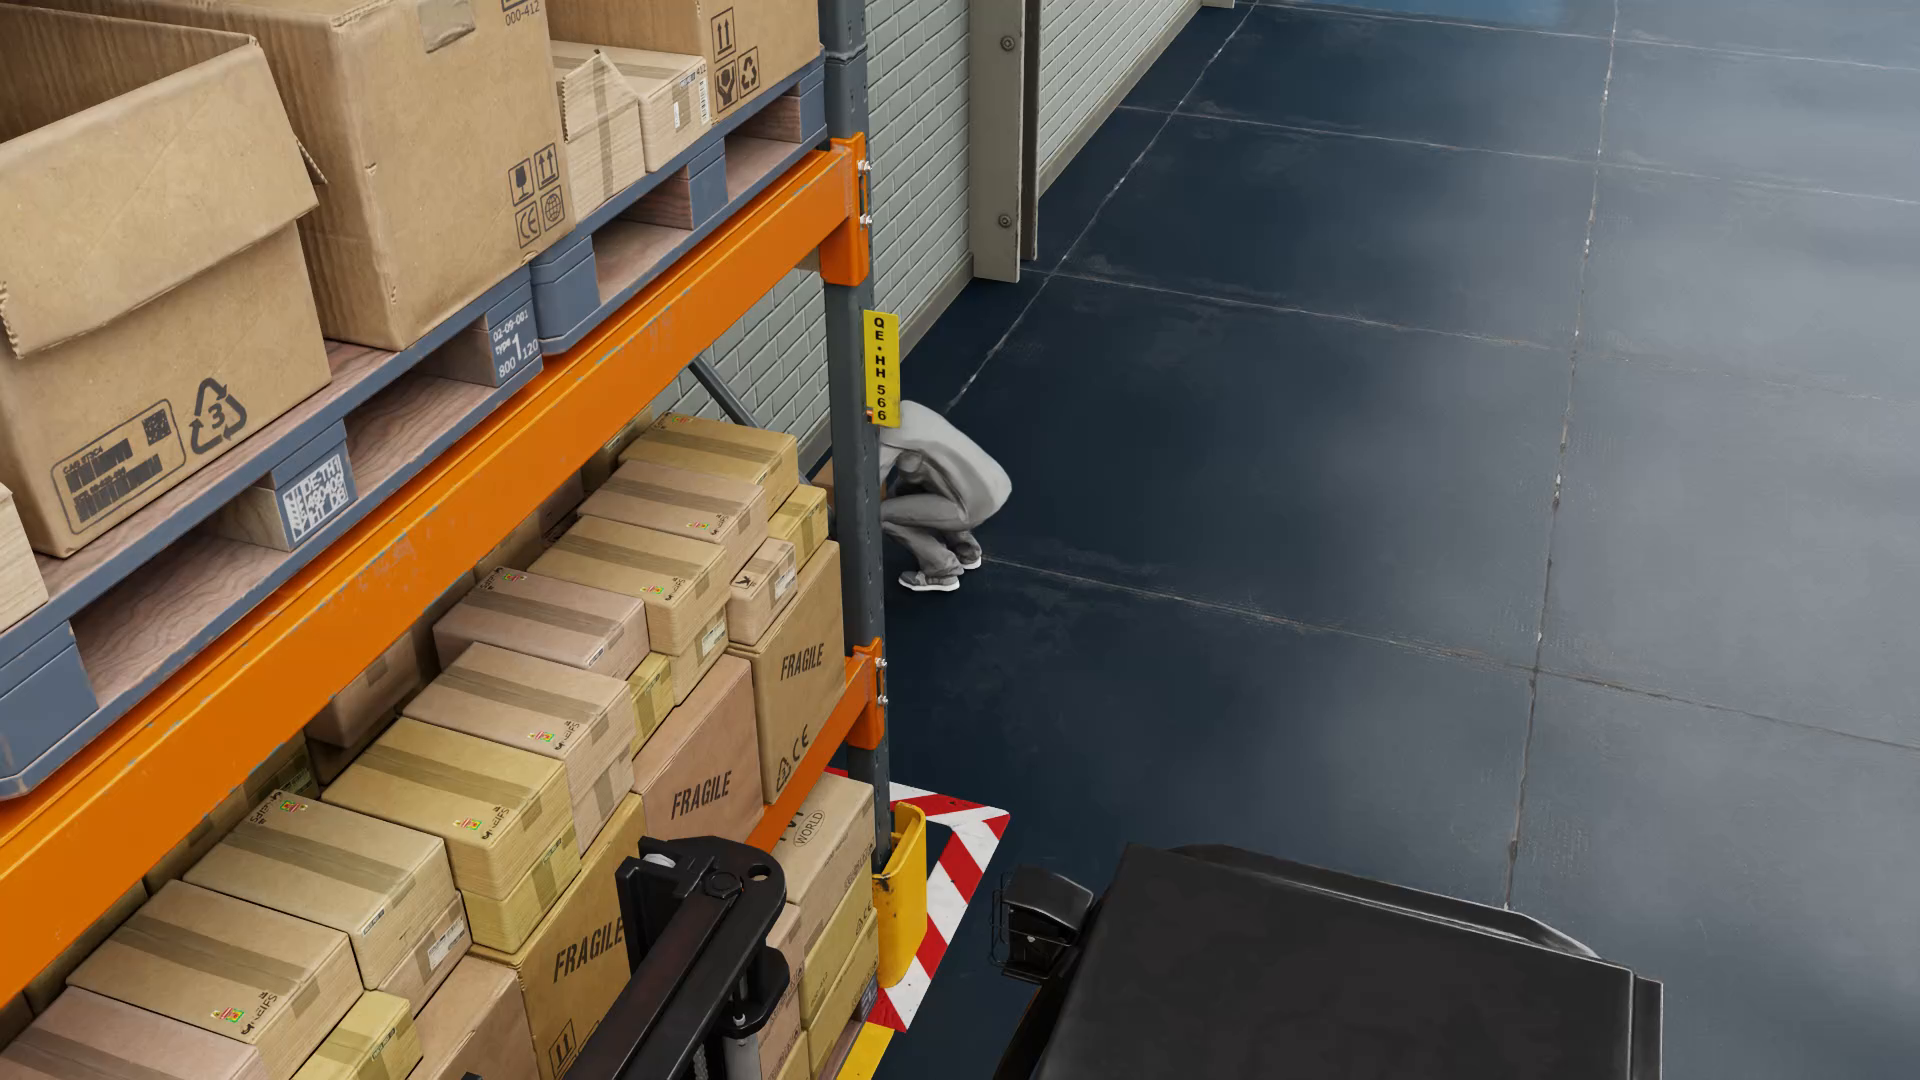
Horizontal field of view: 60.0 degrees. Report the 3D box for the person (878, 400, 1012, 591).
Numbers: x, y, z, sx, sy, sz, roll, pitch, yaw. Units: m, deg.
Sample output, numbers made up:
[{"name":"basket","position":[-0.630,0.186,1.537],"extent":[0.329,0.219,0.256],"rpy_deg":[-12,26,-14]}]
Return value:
[{"name":"person","position":[-0.180,-0.241,7.128],"extent":[0.802,0.922,0.423],"rpy_deg":[10,35,15]}]
